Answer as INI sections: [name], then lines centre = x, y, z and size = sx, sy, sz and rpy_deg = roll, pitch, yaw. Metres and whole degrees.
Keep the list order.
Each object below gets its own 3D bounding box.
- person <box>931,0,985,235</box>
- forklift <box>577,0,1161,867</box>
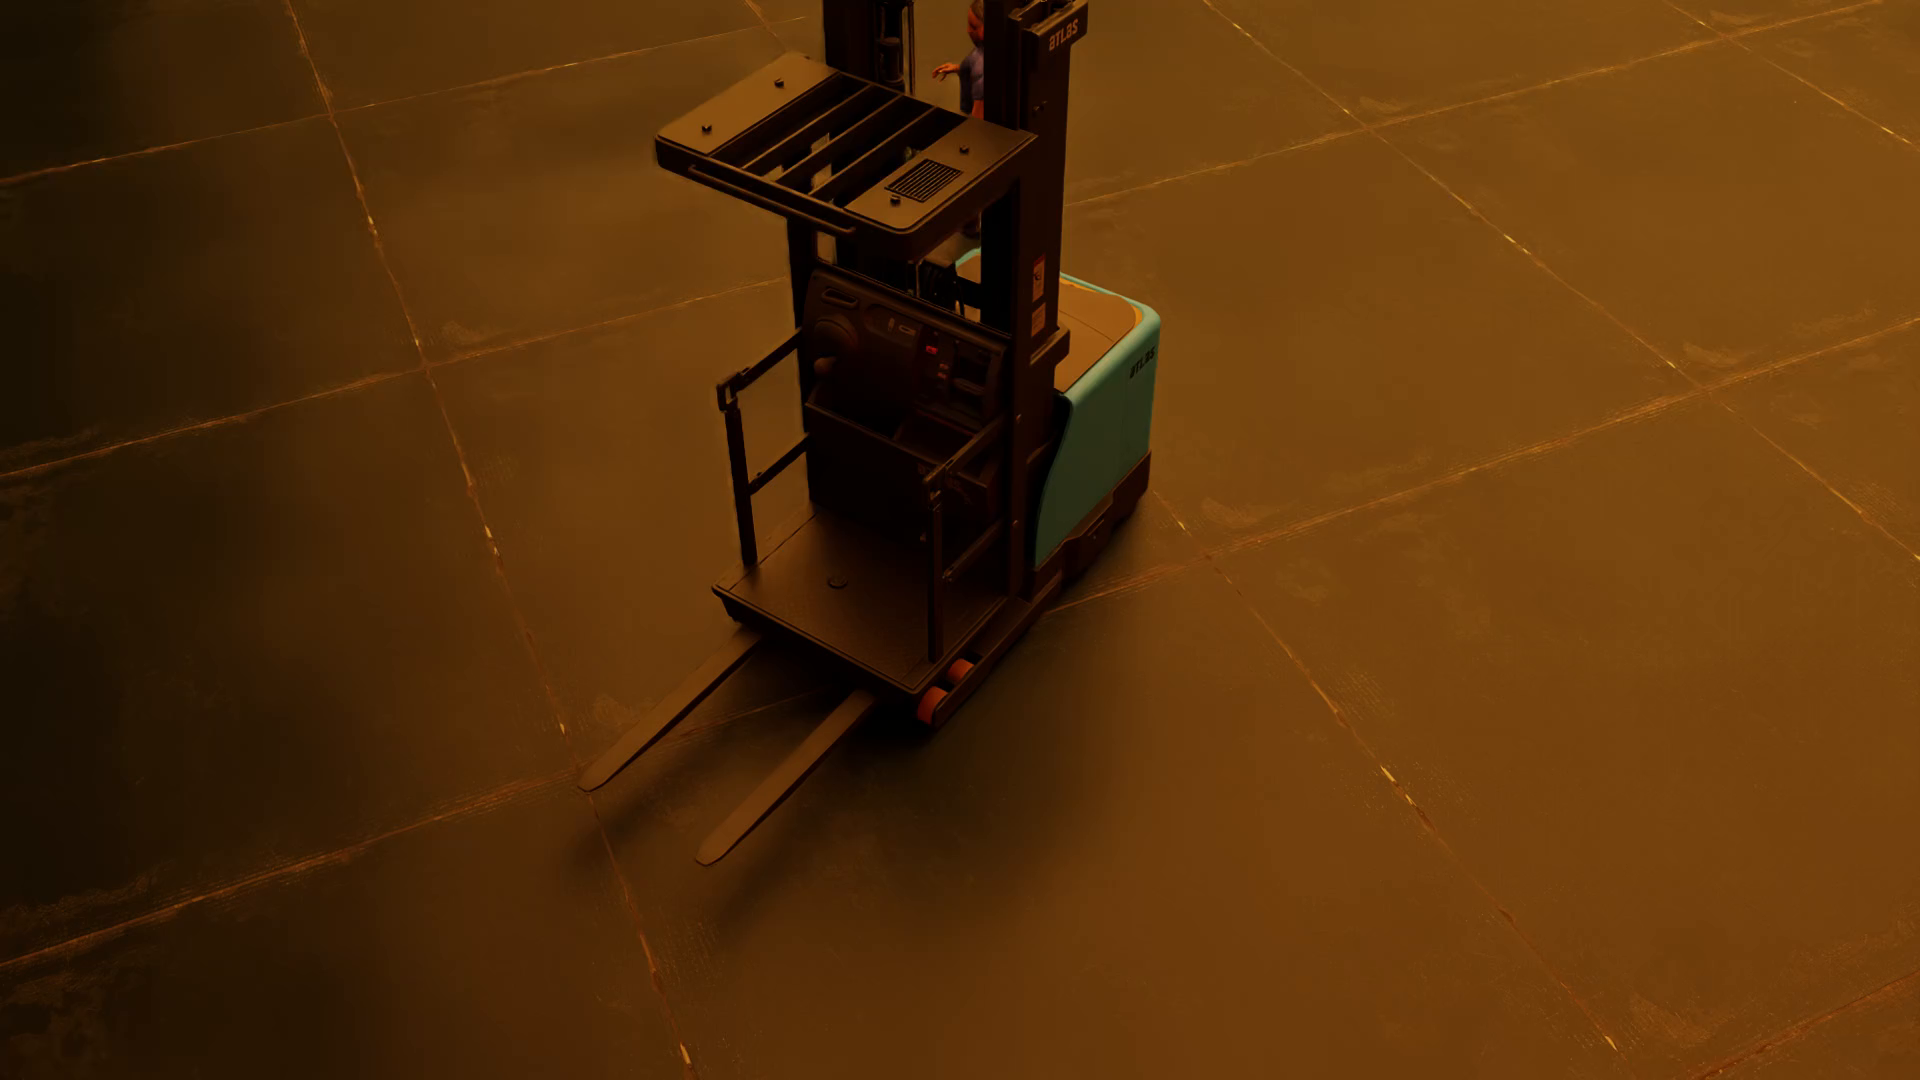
[person]
centre = 0.141, -2.238, 9.101
size = 0.479, 1.582, 0.855
rpy_deg = -19, 46, -19
[forklift]
centre = -0.352, -0.667, 6.395
size = 1.130, 2.935, 3.031
rpy_deg = 26, 49, 25
